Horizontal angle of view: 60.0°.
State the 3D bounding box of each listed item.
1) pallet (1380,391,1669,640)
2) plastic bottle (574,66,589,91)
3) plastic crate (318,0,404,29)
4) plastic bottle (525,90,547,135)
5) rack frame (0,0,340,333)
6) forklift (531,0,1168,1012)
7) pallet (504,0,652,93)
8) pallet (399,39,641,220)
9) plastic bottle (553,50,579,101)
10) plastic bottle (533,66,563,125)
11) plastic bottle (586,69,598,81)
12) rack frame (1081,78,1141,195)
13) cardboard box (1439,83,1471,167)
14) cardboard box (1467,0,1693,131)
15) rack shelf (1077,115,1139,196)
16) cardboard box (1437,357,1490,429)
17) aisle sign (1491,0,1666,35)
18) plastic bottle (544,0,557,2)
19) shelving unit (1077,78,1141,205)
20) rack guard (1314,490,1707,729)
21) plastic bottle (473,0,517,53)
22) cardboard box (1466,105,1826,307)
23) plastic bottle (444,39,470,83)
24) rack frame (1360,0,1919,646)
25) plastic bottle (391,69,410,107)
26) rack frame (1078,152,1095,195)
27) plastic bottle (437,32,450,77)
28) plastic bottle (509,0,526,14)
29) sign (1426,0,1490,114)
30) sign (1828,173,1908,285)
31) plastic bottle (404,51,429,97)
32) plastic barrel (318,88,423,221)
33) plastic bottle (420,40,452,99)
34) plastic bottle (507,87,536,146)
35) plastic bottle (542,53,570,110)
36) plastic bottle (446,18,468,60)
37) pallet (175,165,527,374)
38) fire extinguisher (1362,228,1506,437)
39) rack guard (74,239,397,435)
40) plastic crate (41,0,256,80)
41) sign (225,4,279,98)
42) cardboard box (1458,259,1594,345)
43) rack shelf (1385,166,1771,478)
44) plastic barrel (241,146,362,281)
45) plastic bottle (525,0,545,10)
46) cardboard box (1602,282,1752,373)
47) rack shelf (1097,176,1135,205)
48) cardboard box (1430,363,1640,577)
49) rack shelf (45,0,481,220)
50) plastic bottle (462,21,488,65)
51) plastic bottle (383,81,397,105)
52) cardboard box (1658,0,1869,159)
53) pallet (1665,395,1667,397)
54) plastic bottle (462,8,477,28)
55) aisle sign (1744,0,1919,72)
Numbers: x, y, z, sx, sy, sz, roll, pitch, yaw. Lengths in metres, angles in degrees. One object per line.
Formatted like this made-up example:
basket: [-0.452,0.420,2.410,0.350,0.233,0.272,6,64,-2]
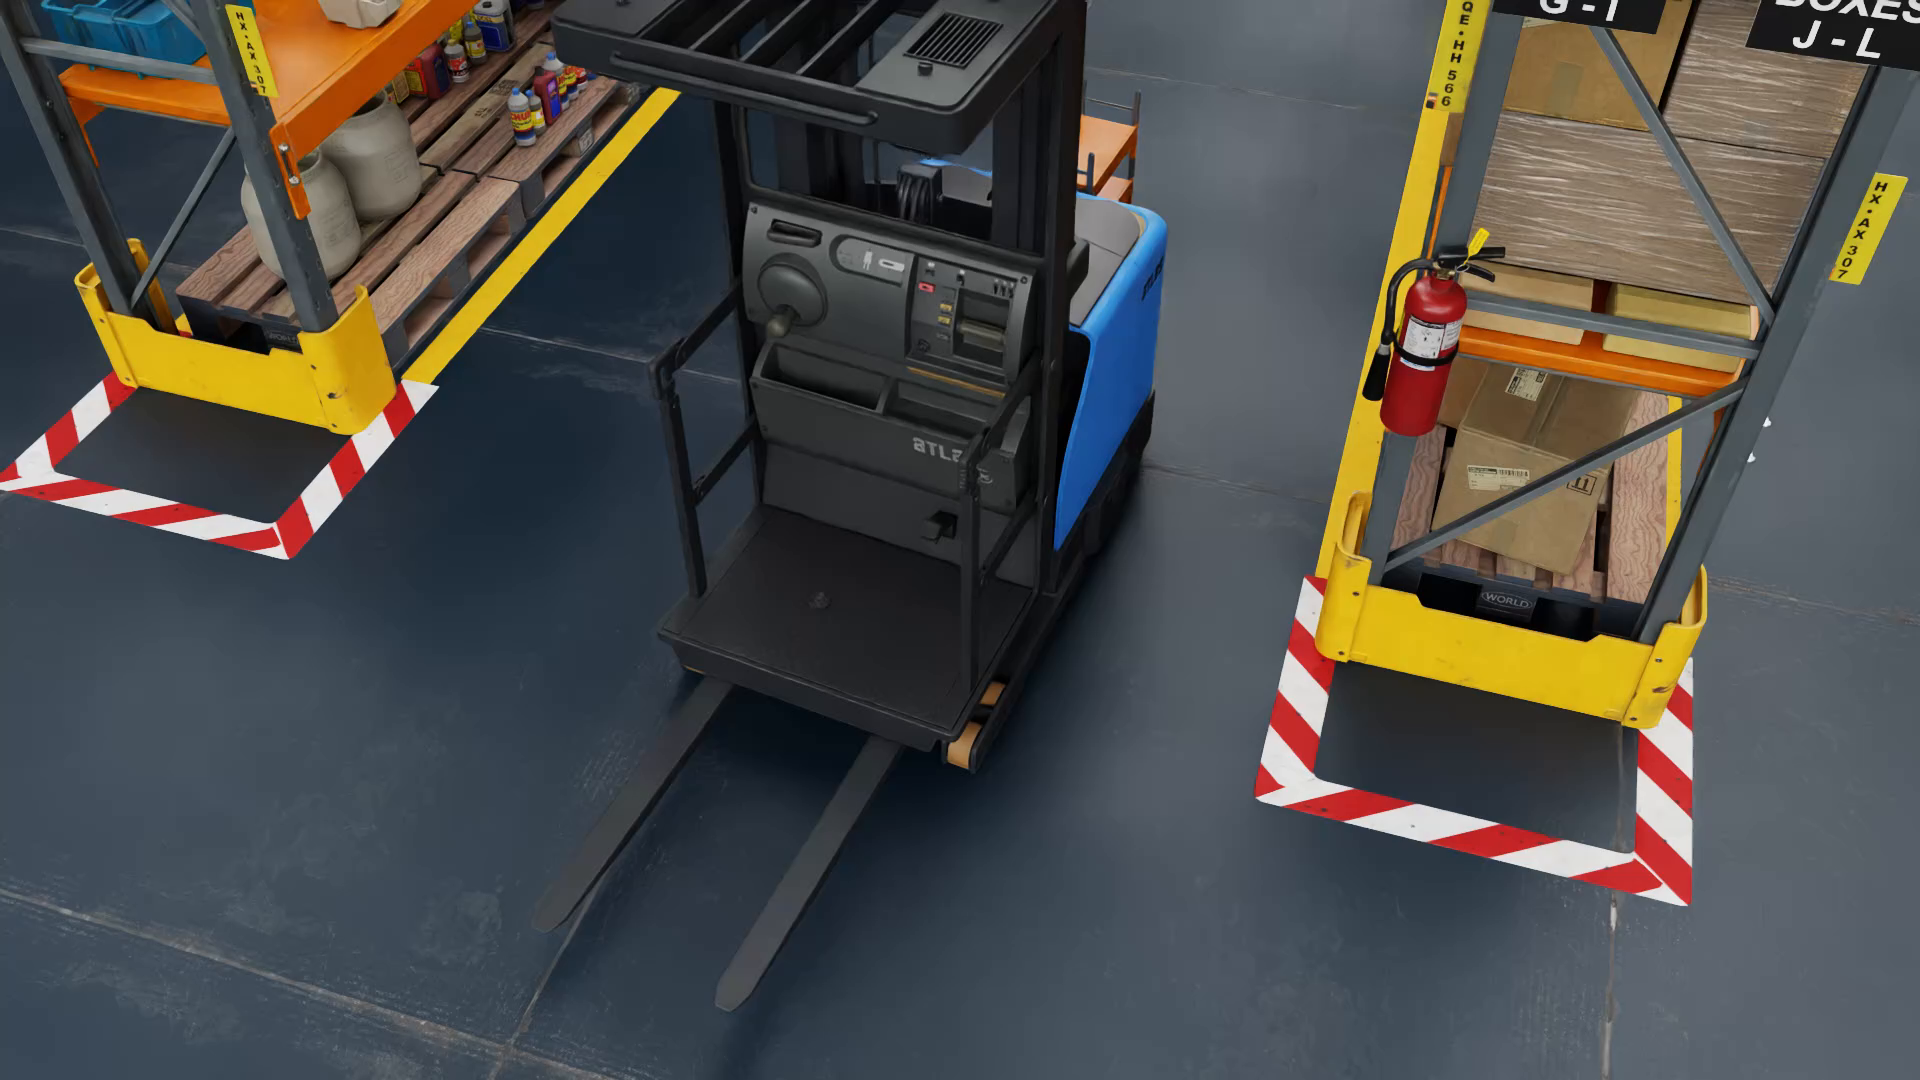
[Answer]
pallet: [2.125,-0.199,6.302,1.003,0.211,1.213,13,46,13]
plastic bottle: [-1.888,-2.320,8.163,0.097,0.201,0.097,0,44,0]
plastic crate: [-2.321,-2.094,6.433,0.298,0.136,0.250,13,46,13]
plastic bottle: [-2.021,-2.028,7.864,0.097,0.201,0.097,0,44,0]
rack frame: [-2.898,-1.660,5.801,1.000,3.000,0.127,13,46,13]
forklift: [-0.313,-0.644,4.812,1.130,2.935,3.031,17,47,17]
pallet: [-1.930,-2.890,9.053,1.003,0.211,1.213,13,46,13]
pallet: [-2.298,-2.074,8.219,1.003,0.211,1.213,13,46,13]
plastic bottle: [-1.918,-2.279,8.071,0.097,0.271,0.097,0,44,0]
plastic bottle: [-1.966,-2.136,7.915,0.061,0.283,0.133,13,46,13]
plastic bottle: [-1.857,-2.414,8.209,0.097,0.271,0.097,0,44,0]
rack frame: [0.571,-1.294,6.715,0.240,1.200,0.015,17,47,17]
cardboard box: [2.052,-1.472,5.325,0.875,0.500,0.500,13,46,13]
cardboard box: [1.753,-1.529,4.669,0.500,0.500,0.500,13,46,13]
rack shelf: [0.470,-1.420,6.281,0.258,0.148,0.480,17,47,17]
cardboard box: [2.176,-0.686,6.293,0.500,0.500,0.500,24,49,23]
aisle sign: [1.517,-1.562,3.843,0.394,0.787,0.004,13,46,13]
plastic bottle: [-2.189,-3.056,8.807,0.144,0.351,0.185,13,46,13]
shelving unit: [0.470,-1.139,6.556,0.258,1.200,0.503,17,47,17]
rack guard: [1.845,0.232,5.655,1.175,0.500,0.348,13,46,13]
plastic bottle: [-2.364,-2.636,8.432,0.152,0.276,0.135,13,46,13]
cardboard box: [2.015,-1.113,4.959,0.875,0.500,0.500,13,46,13]
plastic bottle: [-2.491,-2.374,8.218,0.097,0.201,0.097,0,44,0]
rack frame: [1.822,-0.611,4.729,1.000,3.000,0.127,13,46,13]
plastic bottle: [-2.742,-2.245,8.027,0.061,0.283,0.133,14,46,13]
rack frame: [0.370,-0.983,6.397,0.240,1.200,0.015,17,47,17]
plastic bottle: [-2.615,-2.415,8.206,0.152,0.276,0.135,11,46,11]
plastic bottle: [-2.384,-2.960,8.710,0.144,0.351,0.185,11,45,11]
sign: [1.299,-1.268,4.348,0.100,0.325,0.005,13,46,13]
sign: [2.339,-0.805,4.309,0.100,0.325,0.005,13,46,13]
plastic bottle: [-2.657,-2.323,8.112,0.152,0.276,0.135,13,46,13]
plastic barrel: [-2.620,-1.709,7.331,0.421,0.512,0.421,0,44,0]
plastic bottle: [-2.556,-2.303,8.086,0.061,0.283,0.133,13,46,13]
plastic bottle: [-2.052,-1.984,7.769,0.097,0.271,0.097,0,44,0]
plastic bottle: [-1.948,-2.213,8.003,0.097,0.271,0.097,0,44,0]
plastic bottle: [-2.569,-2.553,8.294,0.144,0.351,0.185,14,46,14]
pallet: [-2.669,-1.264,7.391,1.003,0.211,1.213,13,46,13]
fire extinguisher: [1.348,-0.604,4.778,0.296,0.674,0.183,13,46,13]
rack guard: [-2.920,-0.827,6.737,1.175,0.500,0.348,13,46,13]
plastic crate: [-3.032,-2.003,6.259,0.499,0.251,0.616,13,46,13]
sign: [-2.375,-1.639,5.582,0.100,0.325,0.005,13,46,13]
cardboard box: [1.712,-0.754,5.056,0.380,0.149,0.250,13,46,13]
rack shelf: [2.428,-1.687,6.343,1.077,0.370,4.000,13,46,13]
plastic barrel: [-2.772,-1.375,6.989,0.421,0.512,0.421,0,44,0]
plastic bottle: [-2.256,-2.936,8.741,0.097,0.271,0.097,0,44,0]
cardboard box: [2.136,-0.660,4.960,0.380,0.149,0.250,13,46,13]
rack shelf: [0.470,-1.251,6.446,0.258,0.148,0.480,17,47,17]
cardboard box: [2.027,-0.280,5.878,0.500,0.500,0.500,21,48,20]
rack shelf: [-2.293,-2.736,7.415,1.077,0.370,4.000,13,46,13]
plastic bottle: [-2.441,-2.503,8.350,0.097,0.201,0.097,0,44,0]
plastic bottle: [-2.760,-2.134,7.972,0.097,0.201,0.097,0,44,0]
cardboard box: [2.248,-1.419,4.556,0.500,0.500,0.500,13,46,13]
pallet: [2.496,-1.009,7.130,1.003,0.211,1.213,13,46,13]
plastic bottle: [-2.513,-2.677,8.420,0.144,0.351,0.185,12,46,12]
aisle sign: [2.089,-1.435,3.713,0.394,0.787,0.004,13,46,13]
